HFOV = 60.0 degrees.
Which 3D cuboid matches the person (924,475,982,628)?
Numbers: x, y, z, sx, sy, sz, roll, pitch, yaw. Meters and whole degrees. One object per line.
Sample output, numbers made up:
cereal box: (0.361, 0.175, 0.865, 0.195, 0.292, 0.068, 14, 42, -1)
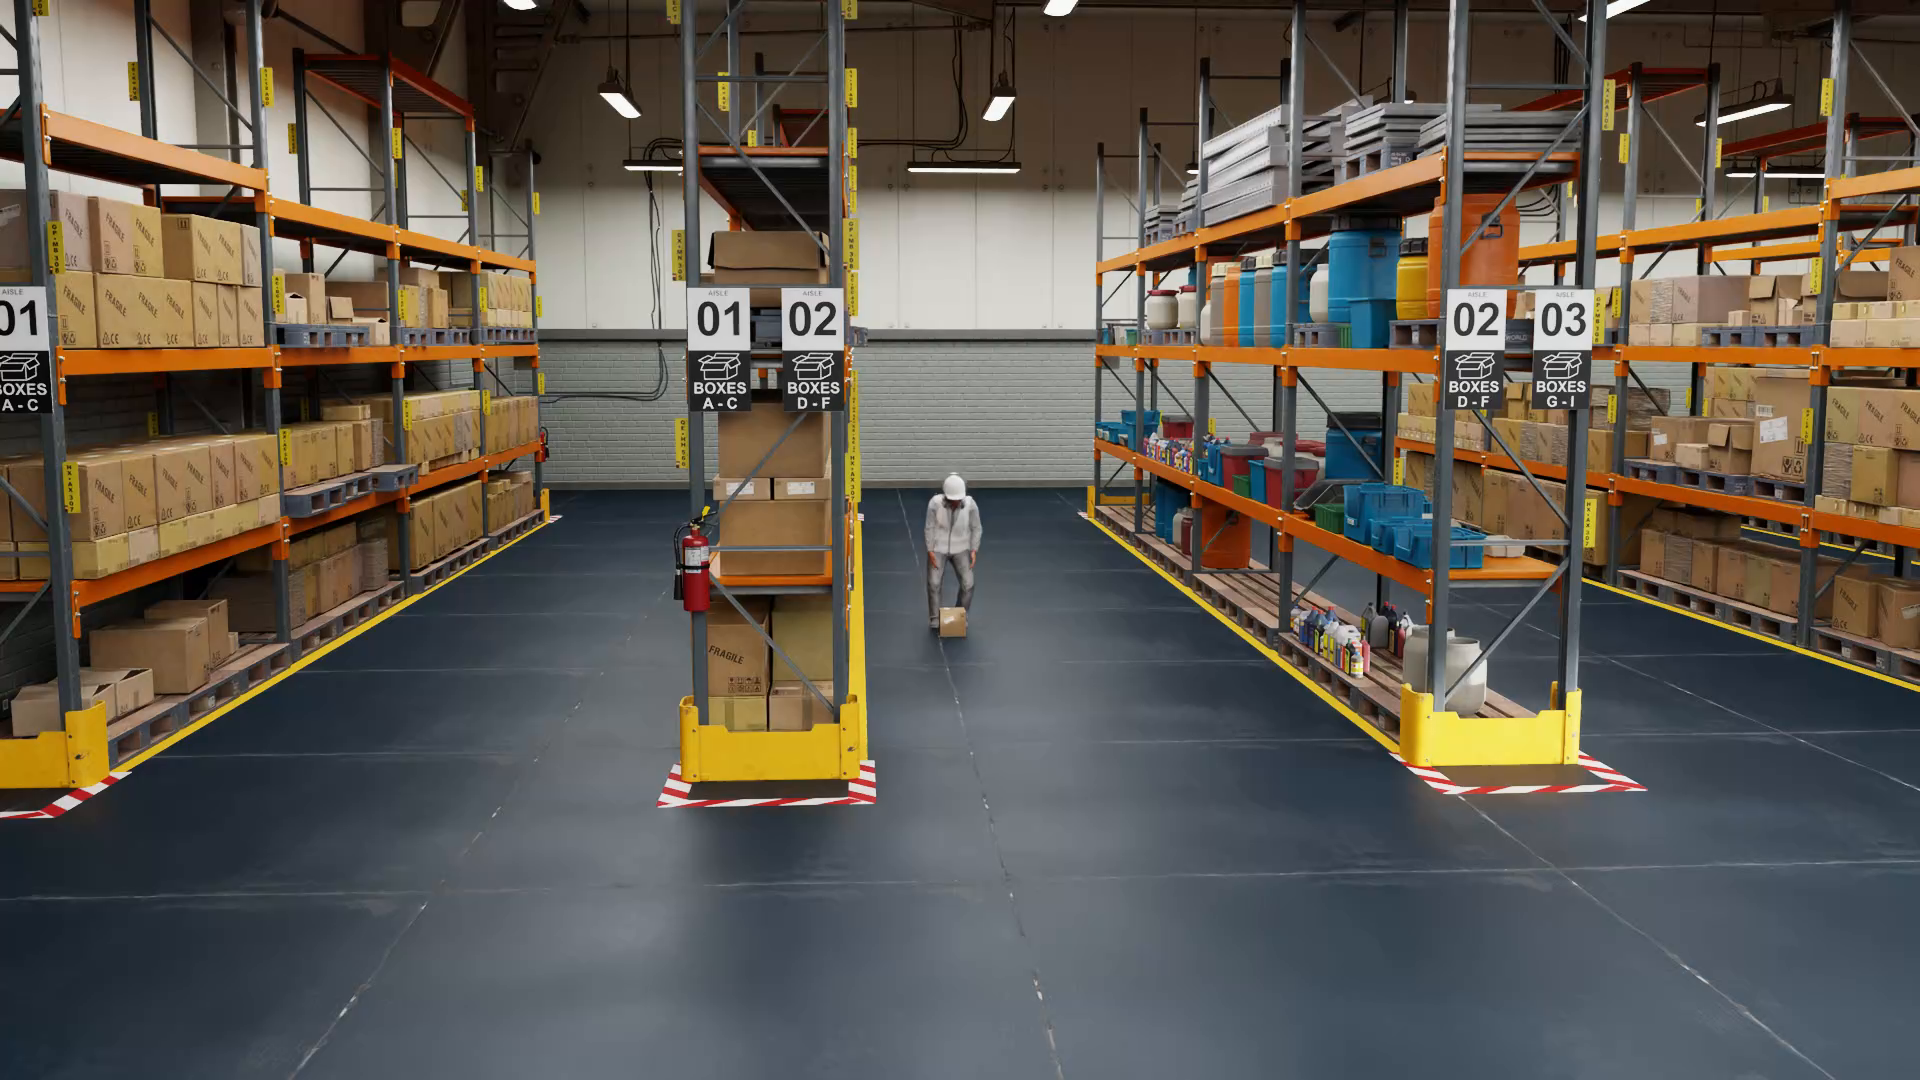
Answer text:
person: (-0.072, 0.109, 16.656, 0.588, 1.559, 0.671, 0, 7, -3)
